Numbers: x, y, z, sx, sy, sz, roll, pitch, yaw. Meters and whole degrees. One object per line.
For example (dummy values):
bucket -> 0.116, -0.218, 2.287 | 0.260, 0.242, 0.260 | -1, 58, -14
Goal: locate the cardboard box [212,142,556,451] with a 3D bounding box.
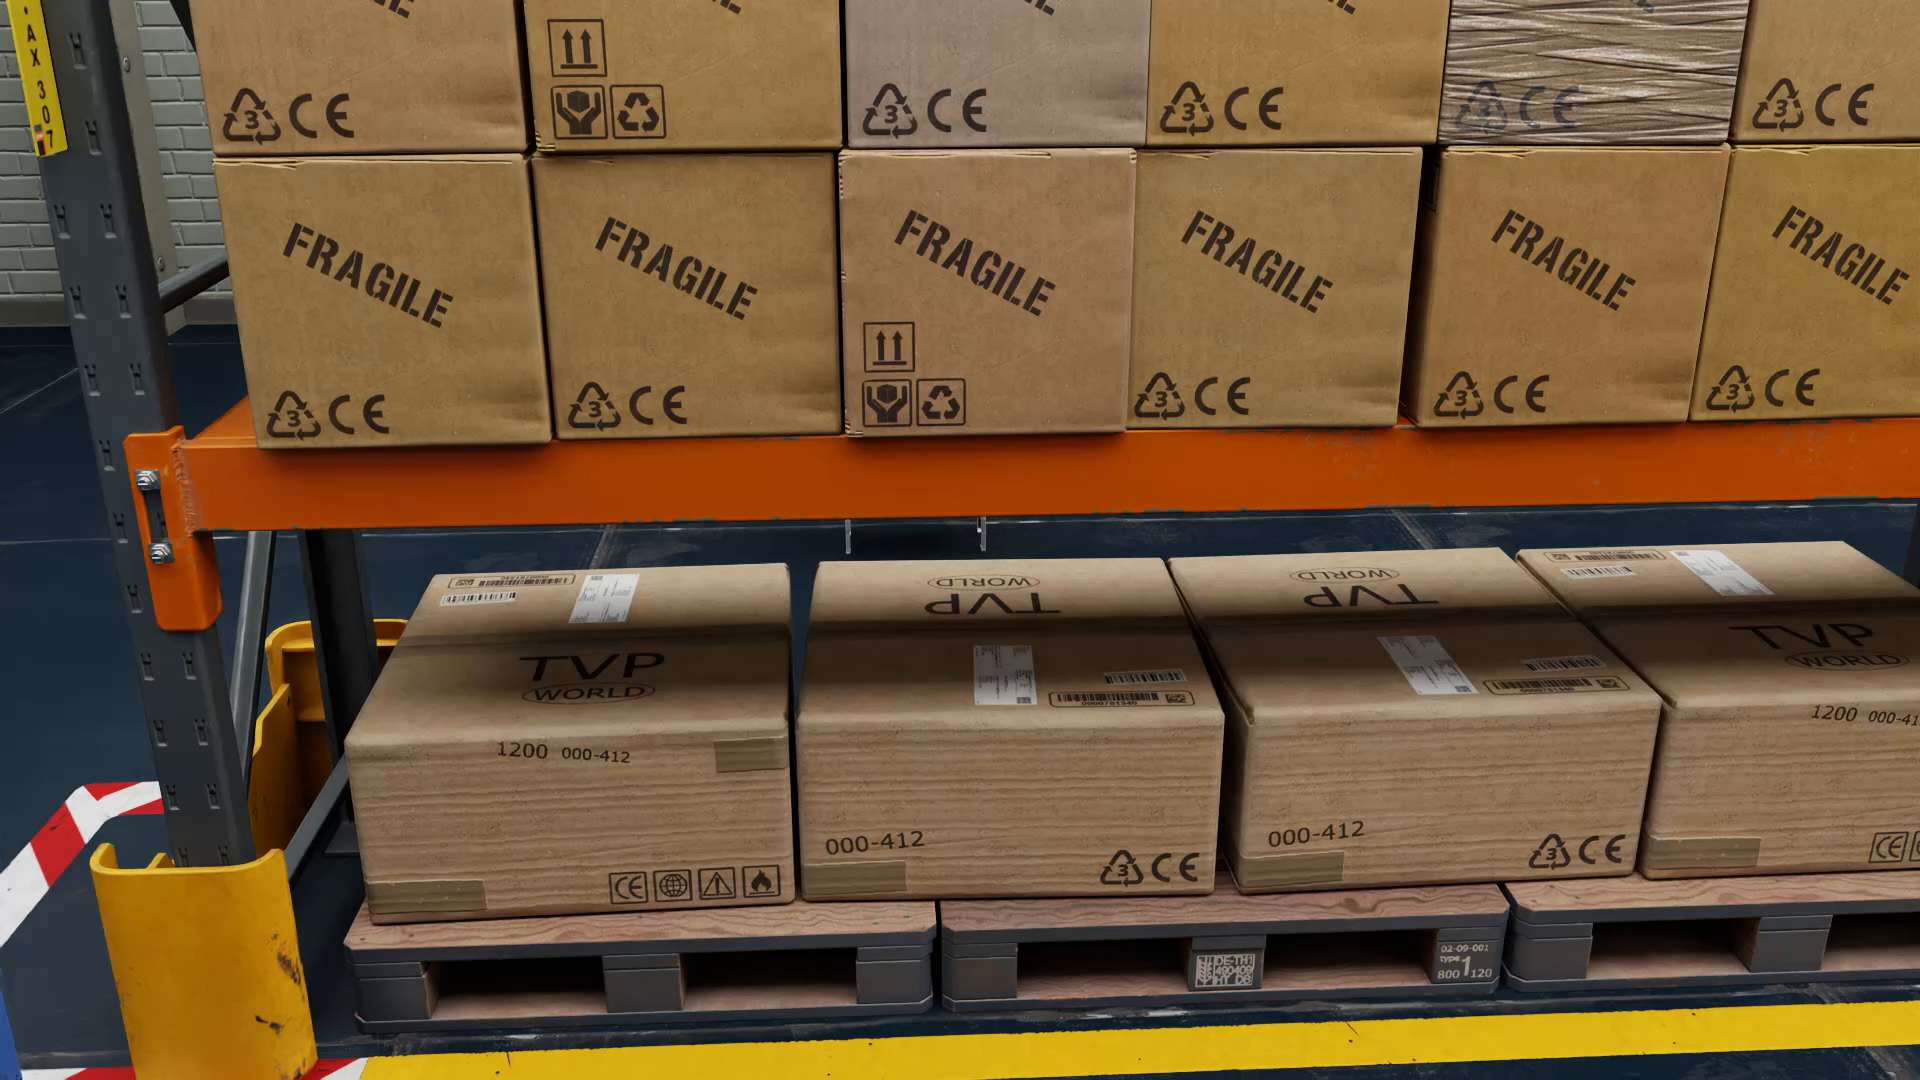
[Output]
cardboard box -> -0.980, -0.480, 3.026 | 0.500, 0.500, 0.500 | -1, 21, -3

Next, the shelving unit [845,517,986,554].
shelving unit -> -0.165, -0.557, 5.899 | 0.503, 1.200, 0.258 | -1, 21, -3

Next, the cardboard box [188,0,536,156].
cardboard box -> -0.980, -0.948, 2.850 | 0.500, 0.500, 0.500 | -2, 21, -4

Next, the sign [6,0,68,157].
sign -> -1.450, -0.770, 2.600 | 0.005, 0.325, 0.100 | -1, 21, -3

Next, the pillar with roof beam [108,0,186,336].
pillar with roof beam -> -4.261, -3.829, 3.530 | 0.400, 9.000, 9.100 | -1, 21, -3

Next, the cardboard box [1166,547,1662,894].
cardboard box -> 0.991, 0.387, 3.899 | 0.875, 0.438, 0.875 | -2, 21, -5

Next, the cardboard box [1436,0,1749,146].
cardboard box -> 1.048, -0.992, 2.965 | 0.500, 0.500, 0.500 | -1, 21, -2

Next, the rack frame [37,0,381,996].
rack frame -> -1.476, -0.526, 3.286 | 0.127, 3.000, 1.000 | -1, 21, -3

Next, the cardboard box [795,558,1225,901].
cardboard box -> 0.090, 0.405, 3.852 | 0.875, 0.438, 0.875 | -1, 21, -2

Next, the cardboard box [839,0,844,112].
cardboard box -> -0.488, -1.155, 3.393 | 0.500, 0.500, 0.500 | -1, 21, -3

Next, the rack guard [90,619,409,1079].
rack guard -> -1.500, 0.643, 3.729 | 0.348, 0.500, 1.175 | -1, 21, -3

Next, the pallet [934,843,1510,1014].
pallet -> 0.533, 0.710, 3.960 | 1.213, 0.211, 1.003 | -1, 21, -3

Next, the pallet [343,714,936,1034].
pallet -> -0.682, 0.734, 3.898 | 1.213, 0.211, 1.003 | -1, 21, -3

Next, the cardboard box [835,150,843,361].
cardboard box -> -0.508, -0.681, 3.554 | 0.500, 0.500, 0.500 | -2, 21, -4

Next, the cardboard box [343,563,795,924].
cardboard box -> -0.823, 0.427, 3.796 | 0.875, 0.438, 0.875 | -2, 21, -5

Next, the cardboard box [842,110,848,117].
cardboard box -> 0.005, -0.695, 3.590 | 0.500, 0.500, 0.500 | -1, 21, -1

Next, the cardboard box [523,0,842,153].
cardboard box -> -0.465, -0.961, 2.884 | 0.500, 0.500, 0.500 | -2, 21, -5

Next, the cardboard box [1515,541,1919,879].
cardboard box -> 1.885, 0.369, 3.947 | 0.875, 0.438, 0.875 | -1, 21, -4

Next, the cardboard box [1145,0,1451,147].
cardboard box -> 0.546, -0.985, 2.946 | 0.500, 0.500, 0.500 | -1, 21, -3

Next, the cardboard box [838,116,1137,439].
cardboard box -> 0.032, -0.504, 3.089 | 0.500, 0.500, 0.500 | -1, 21, -3

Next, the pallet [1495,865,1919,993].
pallet -> 1.754, 0.684, 4.028 | 1.213, 0.211, 1.003 | -1, 21, -3

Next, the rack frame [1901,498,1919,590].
rack frame -> 2.518, -0.607, 3.499 | 0.127, 3.000, 1.000 | -1, 21, -3

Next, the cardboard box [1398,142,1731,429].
cardboard box -> 1.055, -0.526, 3.145 | 0.500, 0.500, 0.500 | -1, 21, -4

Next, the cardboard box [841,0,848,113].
cardboard box -> 0.006, -1.164, 3.417 | 0.500, 0.500, 0.500 | -1, 21, -3

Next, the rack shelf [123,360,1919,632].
rack shelf -> 0.521, -0.230, 3.521 | 4.000, 0.370, 1.077 | -1, 21, -3

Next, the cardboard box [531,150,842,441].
cardboard box -> -0.477, -0.500, 3.079 | 0.500, 0.500, 0.500 | -1, 21, -4

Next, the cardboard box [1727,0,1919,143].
cardboard box -> 1.555, -1.006, 3.001 | 0.500, 0.500, 0.500 | -1, 21, -4

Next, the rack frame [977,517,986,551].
rack frame -> 0.078, -0.562, 5.912 | 0.015, 1.200, 0.240 | -1, 21, -3

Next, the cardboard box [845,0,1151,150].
cardboard box -> 0.048, -0.974, 2.919 | 0.500, 0.500, 0.500 | -1, 21, -3

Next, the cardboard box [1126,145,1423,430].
cardboard box -> 0.531, -0.520, 3.131 | 0.500, 0.500, 0.500 | 0, 21, -1

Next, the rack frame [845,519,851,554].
rack frame -> -0.409, -0.552, 5.886 | 0.015, 1.200, 0.240 | -1, 21, -3

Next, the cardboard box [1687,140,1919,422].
cardboard box -> 1.556, -0.541, 3.186 | 0.500, 0.500, 0.500 | -2, 21, -4
